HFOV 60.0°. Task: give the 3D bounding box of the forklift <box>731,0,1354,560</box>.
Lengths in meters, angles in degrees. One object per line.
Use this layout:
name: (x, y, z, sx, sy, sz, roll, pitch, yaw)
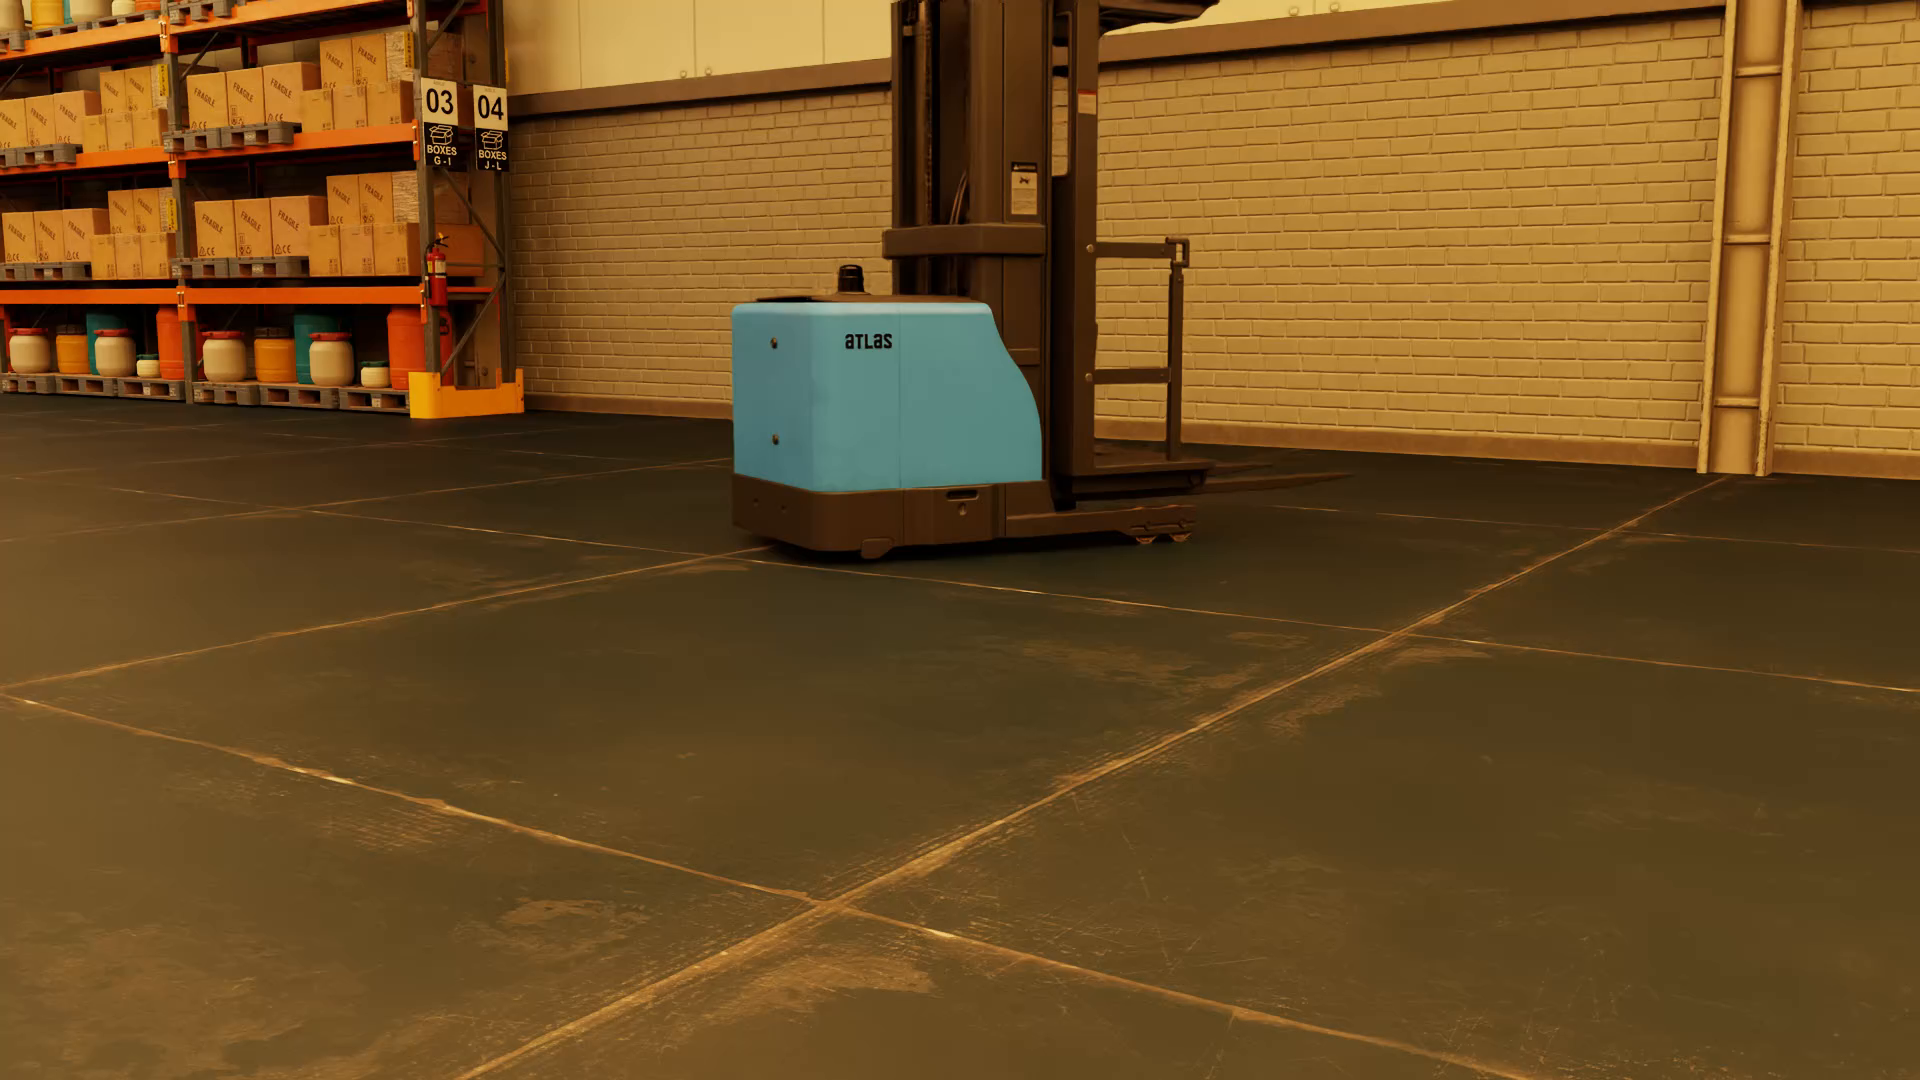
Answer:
forklift: (0.497, -1.496, 7.716, 3.031, 2.935, 1.130, -5, 9, -29)
